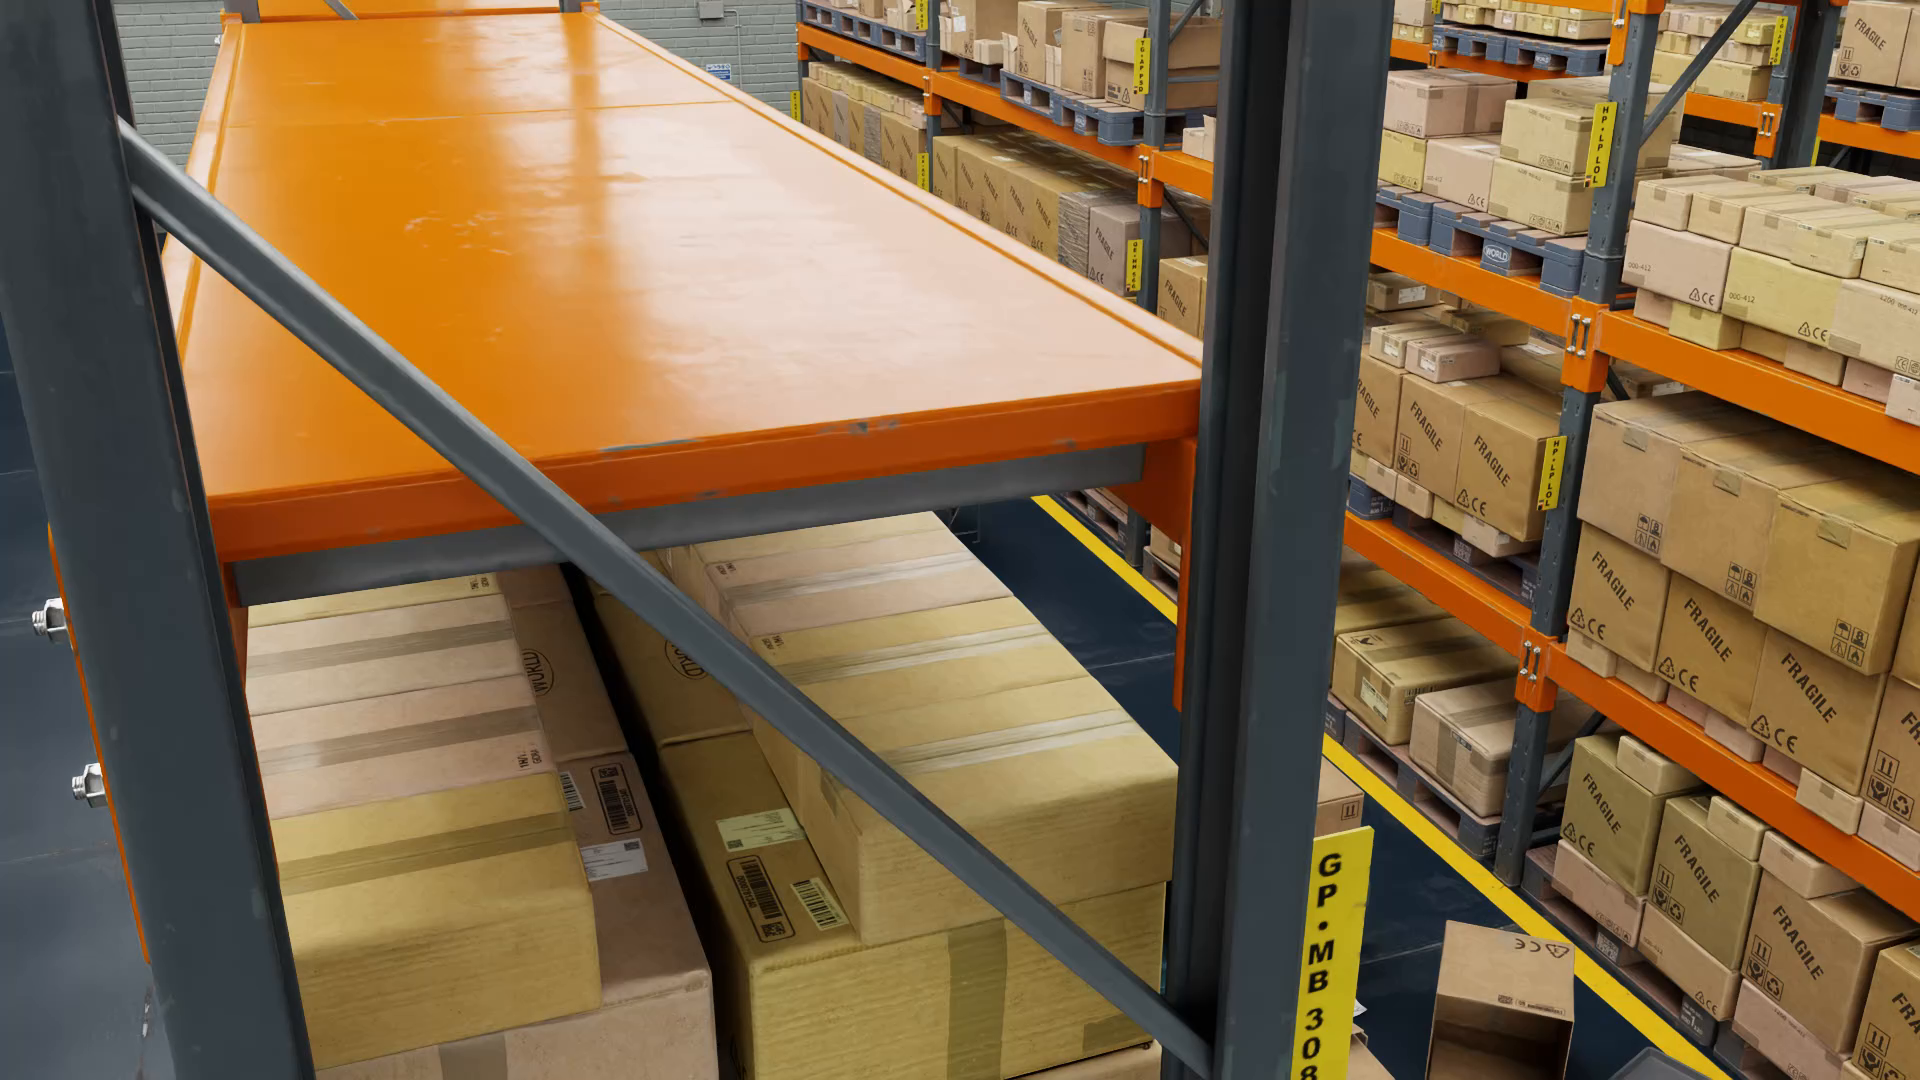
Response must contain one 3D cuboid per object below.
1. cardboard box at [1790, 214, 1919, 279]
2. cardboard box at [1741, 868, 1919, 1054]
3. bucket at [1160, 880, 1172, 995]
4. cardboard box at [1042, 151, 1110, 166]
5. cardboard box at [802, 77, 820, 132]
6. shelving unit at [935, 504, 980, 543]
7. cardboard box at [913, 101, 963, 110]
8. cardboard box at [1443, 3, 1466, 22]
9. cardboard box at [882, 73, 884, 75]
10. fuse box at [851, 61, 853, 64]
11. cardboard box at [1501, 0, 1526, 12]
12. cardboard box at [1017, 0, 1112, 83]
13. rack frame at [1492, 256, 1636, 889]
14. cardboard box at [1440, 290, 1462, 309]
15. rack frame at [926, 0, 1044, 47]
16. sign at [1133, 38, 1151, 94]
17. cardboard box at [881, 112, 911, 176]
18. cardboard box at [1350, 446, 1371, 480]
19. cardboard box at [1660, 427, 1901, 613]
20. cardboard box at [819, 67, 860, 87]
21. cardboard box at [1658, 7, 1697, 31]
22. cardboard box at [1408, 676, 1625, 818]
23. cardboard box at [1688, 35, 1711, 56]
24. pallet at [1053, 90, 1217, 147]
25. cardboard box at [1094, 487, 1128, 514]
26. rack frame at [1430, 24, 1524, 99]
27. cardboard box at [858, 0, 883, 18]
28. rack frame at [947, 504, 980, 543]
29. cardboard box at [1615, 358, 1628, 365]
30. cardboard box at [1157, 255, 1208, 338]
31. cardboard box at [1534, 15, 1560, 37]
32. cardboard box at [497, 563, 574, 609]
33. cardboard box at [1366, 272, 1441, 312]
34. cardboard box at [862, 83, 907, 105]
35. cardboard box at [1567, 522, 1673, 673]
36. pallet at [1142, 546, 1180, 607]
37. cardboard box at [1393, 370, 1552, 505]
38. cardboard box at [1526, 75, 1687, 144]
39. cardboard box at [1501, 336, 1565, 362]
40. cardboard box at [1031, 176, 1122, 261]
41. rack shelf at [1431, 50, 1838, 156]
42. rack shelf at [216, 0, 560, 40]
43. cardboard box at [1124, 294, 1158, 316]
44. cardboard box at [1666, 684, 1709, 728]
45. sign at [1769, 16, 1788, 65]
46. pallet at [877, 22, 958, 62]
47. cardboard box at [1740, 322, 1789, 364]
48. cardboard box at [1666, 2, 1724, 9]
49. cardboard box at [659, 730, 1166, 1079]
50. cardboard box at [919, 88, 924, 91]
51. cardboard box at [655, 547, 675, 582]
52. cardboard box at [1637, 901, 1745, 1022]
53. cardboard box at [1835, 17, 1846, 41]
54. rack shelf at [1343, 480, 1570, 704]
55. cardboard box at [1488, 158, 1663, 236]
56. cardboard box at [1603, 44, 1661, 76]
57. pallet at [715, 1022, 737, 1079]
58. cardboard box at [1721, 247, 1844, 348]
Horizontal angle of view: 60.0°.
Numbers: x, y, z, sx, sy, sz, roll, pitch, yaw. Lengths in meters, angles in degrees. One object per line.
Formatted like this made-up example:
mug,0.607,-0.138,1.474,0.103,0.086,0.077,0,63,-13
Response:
cardboard box,3.112,-1.014,5.729,0.380,0.149,0.250,-9,24,-19
cardboard box,3.372,1.535,6.281,0.500,0.500,0.500,-7,24,-16
bucket,0.644,1.431,6.751,0.726,0.611,0.620,0,13,-1
cardboard box,0.951,-2.738,12.968,0.500,0.500,0.500,-8,24,-17
cardboard box,-1.302,-4.480,17.101,0.500,0.500,0.500,-9,24,-20
shelving unit,-0.058,-0.613,11.660,0.258,1.200,0.503,-8,24,-19
cardboard box,-0.190,-3.718,14.457,0.380,0.149,0.250,-8,24,-18
cardboard box,4.584,-4.758,14.970,0.380,0.149,0.250,-8,24,-18
cardboard box,-0.558,-4.621,16.600,0.380,0.149,0.250,-8,24,-18
fuse box,-1.202,-5.874,23.482,0.539,1.711,0.414,-8,24,-19
cardboard box,4.872,-4.615,14.246,0.380,0.149,0.250,-9,24,-20
cardboard box,0.727,-3.502,11.665,0.500,0.500,0.500,-8,24,-18
rack frame,3.034,0.174,7.476,1.000,3.000,0.127,-8,24,-19
cardboard box,4.811,-2.250,15.905,0.500,0.500,0.500,-7,24,-17
rack frame,0.208,-5.498,13.207,1.000,3.000,0.127,-8,24,-19
sign,1.099,-2.863,10.052,0.100,0.325,0.005,-8,24,-19
cardboard box,-0.389,-3.559,14.916,0.500,0.500,0.500,-9,24,-20
cardboard box,2.247,-0.426,8.681,0.380,0.149,0.250,-8,24,-19
cardboard box,3.147,-0.092,6.307,0.700,0.500,0.500,-8,24,-19
cardboard box,-1.195,-4.630,16.621,0.380,0.149,0.250,-8,24,-17
cardboard box,5.498,-4.060,12.956,0.380,0.149,0.250,-9,24,-20
cardboard box,2.846,1.001,8.356,0.950,0.372,0.625,-8,24,-18
cardboard box,5.771,-3.751,12.604,0.380,0.149,0.250,-8,24,-18
pallet,1.344,-2.802,10.916,1.213,0.211,1.003,-7,24,-17
cardboard box,1.455,-0.756,11.878,0.875,0.875,0.875,-9,24,-19
rack frame,4.850,-3.415,15.991,1.000,3.000,0.127,-8,24,-19
cardboard box,-0.633,-5.101,15.331,0.500,0.500,0.500,-8,24,-18
rack frame,0.028,-0.524,11.449,0.240,1.200,0.015,-8,24,-19
cardboard box,5.746,-1.311,13.676,0.500,0.500,0.500,-9,24,-20
cardboard box,1.563,-1.461,10.302,0.500,0.500,0.500,-9,24,-20
cardboard box,5.028,-4.294,13.868,0.380,0.149,0.250,-8,24,-18
cardboard box,-0.935,0.149,2.812,0.500,0.250,0.500,-8,24,-19
cardboard box,2.463,-1.399,9.321,0.380,0.149,0.250,-10,25,-22
cardboard box,-0.692,-4.167,15.524,0.380,0.149,0.250,-8,24,-19
cardboard box,2.929,0.189,6.928,0.500,0.500,0.500,-8,24,-19
pallet,1.896,0.289,10.791,1.003,0.211,1.213,-8,24,-19
cardboard box,2.480,-0.519,8.068,0.500,0.500,0.500,-8,24,-19
cardboard box,3.017,-2.010,7.804,0.500,0.250,0.500,-9,24,-20
cardboard box,2.797,-0.776,8.677,0.500,0.500,0.500,-8,24,-19
cardboard box,0.835,-2.305,11.941,0.500,0.500,0.500,-8,24,-19
rack shelf,5.557,-3.740,13.824,1.077,0.370,4.000,-8,24,-19
rack shelf,-2.268,-2.086,6.554,1.077,0.370,4.000,-8,24,-19
cardboard box,1.212,-1.582,11.191,0.500,0.250,0.500,-8,24,-19
cardboard box,3.105,0.625,6.729,0.380,0.149,0.250,-8,24,-19
sign,5.755,-3.509,11.685,0.100,0.325,0.005,-8,24,-19
pallet,-0.071,-4.373,14.516,1.003,0.211,1.213,-8,24,-19
cardboard box,3.146,-0.768,6.172,0.380,0.149,0.250,-8,24,-19
cardboard box,5.888,-4.220,13.334,0.380,0.149,0.250,-8,24,-19
cardboard box,-0.078,0.443,2.116,0.500,0.250,0.500,-8,24,-19
cardboard box,-0.159,-4.146,15.474,0.380,0.149,0.250,-8,24,-19
cardboard box,-0.327,-0.065,2.807,0.380,0.149,0.250,-9,24,-20
cardboard box,3.189,1.691,6.875,0.500,0.250,0.500,-7,24,-16
cardboard box,6.392,-3.768,12.262,0.380,0.149,0.250,-9,25,-21
rack shelf,2.328,-0.221,9.340,1.077,0.370,4.000,-8,24,-19
cardboard box,2.692,-1.525,7.297,0.500,0.250,0.500,-9,24,-20
cardboard box,5.500,-3.793,13.217,0.500,0.250,0.500,-8,24,-19
pallet,-0.420,0.734,2.400,1.003,0.211,1.213,-8,24,-19
cardboard box,3.124,-0.893,5.954,0.500,0.250,0.500,-9,24,-19
